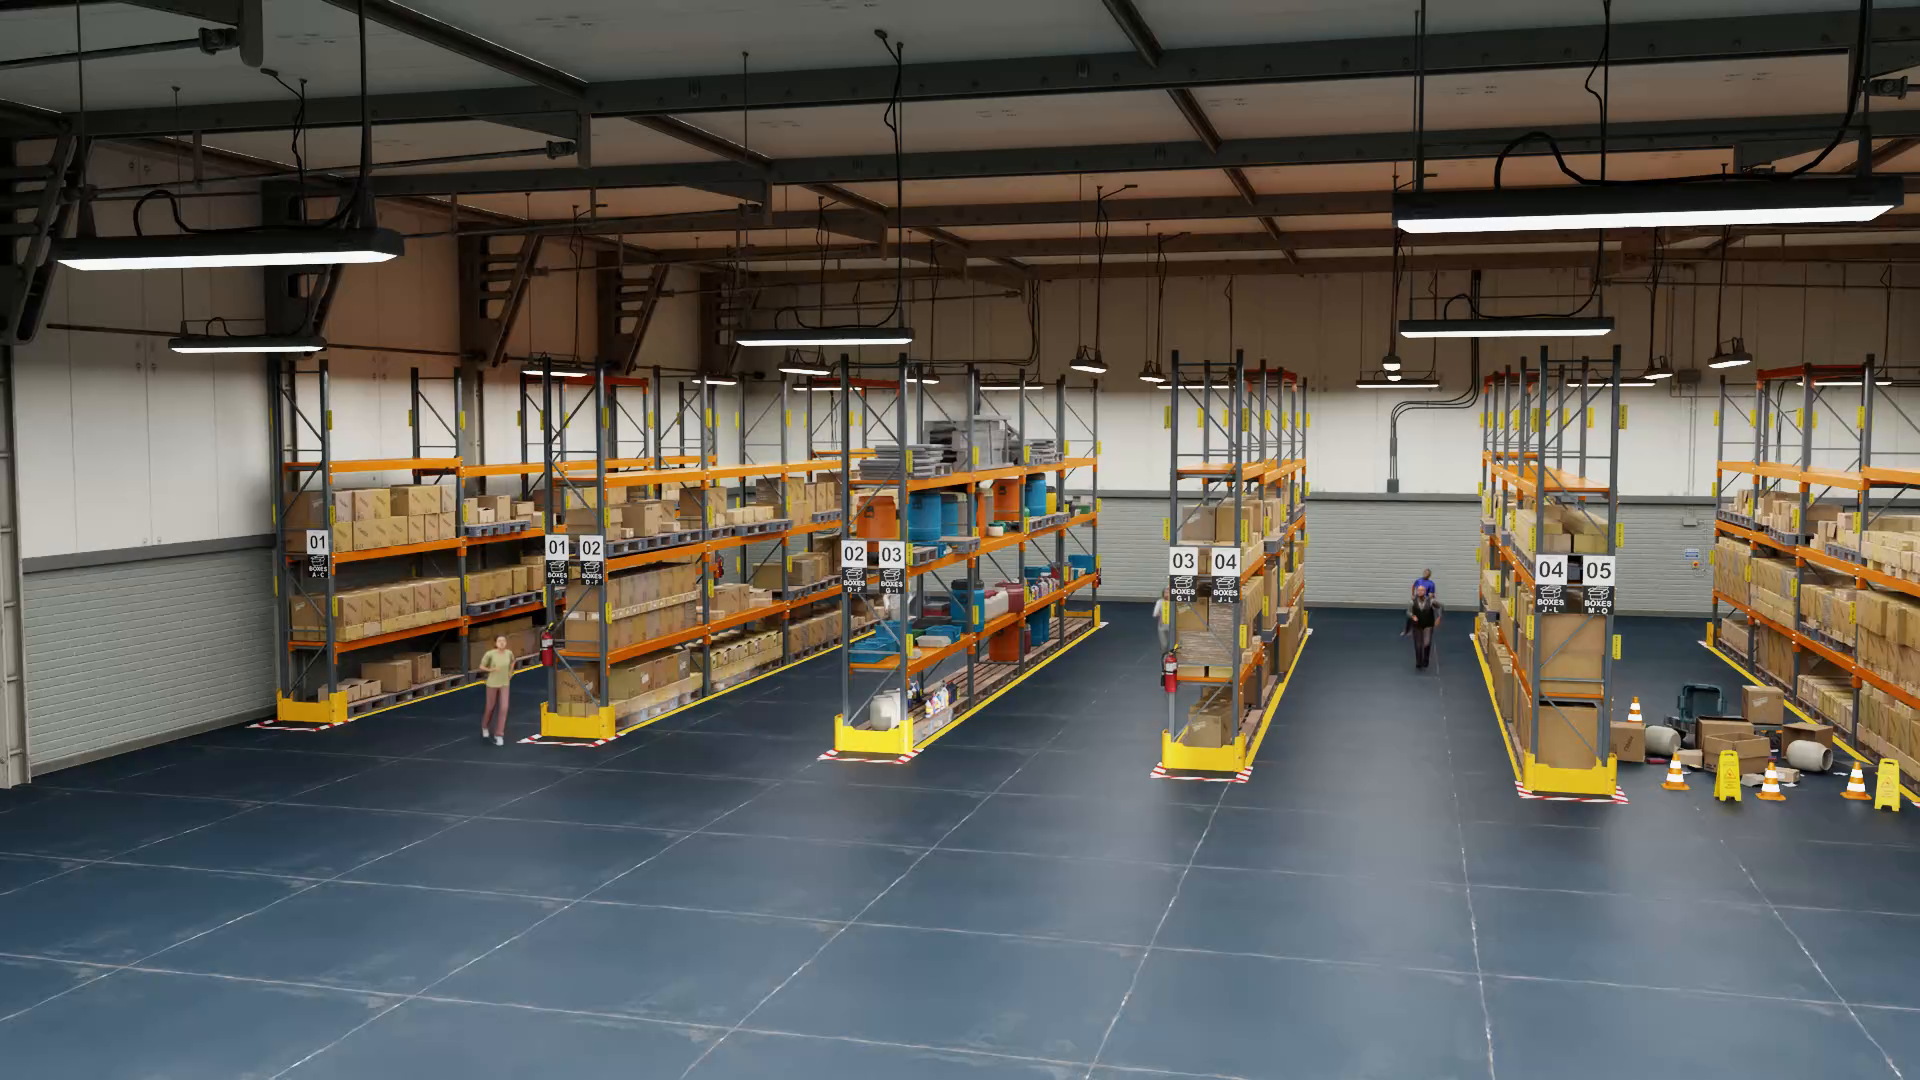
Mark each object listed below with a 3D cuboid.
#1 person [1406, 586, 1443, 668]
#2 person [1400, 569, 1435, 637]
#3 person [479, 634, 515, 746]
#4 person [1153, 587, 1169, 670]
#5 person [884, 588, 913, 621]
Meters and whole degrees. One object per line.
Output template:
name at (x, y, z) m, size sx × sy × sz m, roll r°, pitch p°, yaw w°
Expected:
person at (9.264, 1.754, 33.238) m, size 0.675 × 1.674 × 0.808 m, roll 2°, pitch 4°, yaw 23°
person at (10.562, 1.460, 38.318) m, size 0.761 × 1.613 × 0.660 m, roll 3°, pitch 5°, yaw 32°
person at (-7.196, 2.302, 25.923) m, size 0.586 × 1.698 × 0.865 m, roll -2°, pitch 5°, yaw -28°
person at (3.835, 1.747, 30.830) m, size 0.522 × 1.580 × 0.671 m, roll 1°, pitch 4°, yaw 10°
person at (-1.277, 1.427, 34.361) m, size 0.614 × 1.637 × 0.491 m, roll 0°, pitch 4°, yaw 0°
